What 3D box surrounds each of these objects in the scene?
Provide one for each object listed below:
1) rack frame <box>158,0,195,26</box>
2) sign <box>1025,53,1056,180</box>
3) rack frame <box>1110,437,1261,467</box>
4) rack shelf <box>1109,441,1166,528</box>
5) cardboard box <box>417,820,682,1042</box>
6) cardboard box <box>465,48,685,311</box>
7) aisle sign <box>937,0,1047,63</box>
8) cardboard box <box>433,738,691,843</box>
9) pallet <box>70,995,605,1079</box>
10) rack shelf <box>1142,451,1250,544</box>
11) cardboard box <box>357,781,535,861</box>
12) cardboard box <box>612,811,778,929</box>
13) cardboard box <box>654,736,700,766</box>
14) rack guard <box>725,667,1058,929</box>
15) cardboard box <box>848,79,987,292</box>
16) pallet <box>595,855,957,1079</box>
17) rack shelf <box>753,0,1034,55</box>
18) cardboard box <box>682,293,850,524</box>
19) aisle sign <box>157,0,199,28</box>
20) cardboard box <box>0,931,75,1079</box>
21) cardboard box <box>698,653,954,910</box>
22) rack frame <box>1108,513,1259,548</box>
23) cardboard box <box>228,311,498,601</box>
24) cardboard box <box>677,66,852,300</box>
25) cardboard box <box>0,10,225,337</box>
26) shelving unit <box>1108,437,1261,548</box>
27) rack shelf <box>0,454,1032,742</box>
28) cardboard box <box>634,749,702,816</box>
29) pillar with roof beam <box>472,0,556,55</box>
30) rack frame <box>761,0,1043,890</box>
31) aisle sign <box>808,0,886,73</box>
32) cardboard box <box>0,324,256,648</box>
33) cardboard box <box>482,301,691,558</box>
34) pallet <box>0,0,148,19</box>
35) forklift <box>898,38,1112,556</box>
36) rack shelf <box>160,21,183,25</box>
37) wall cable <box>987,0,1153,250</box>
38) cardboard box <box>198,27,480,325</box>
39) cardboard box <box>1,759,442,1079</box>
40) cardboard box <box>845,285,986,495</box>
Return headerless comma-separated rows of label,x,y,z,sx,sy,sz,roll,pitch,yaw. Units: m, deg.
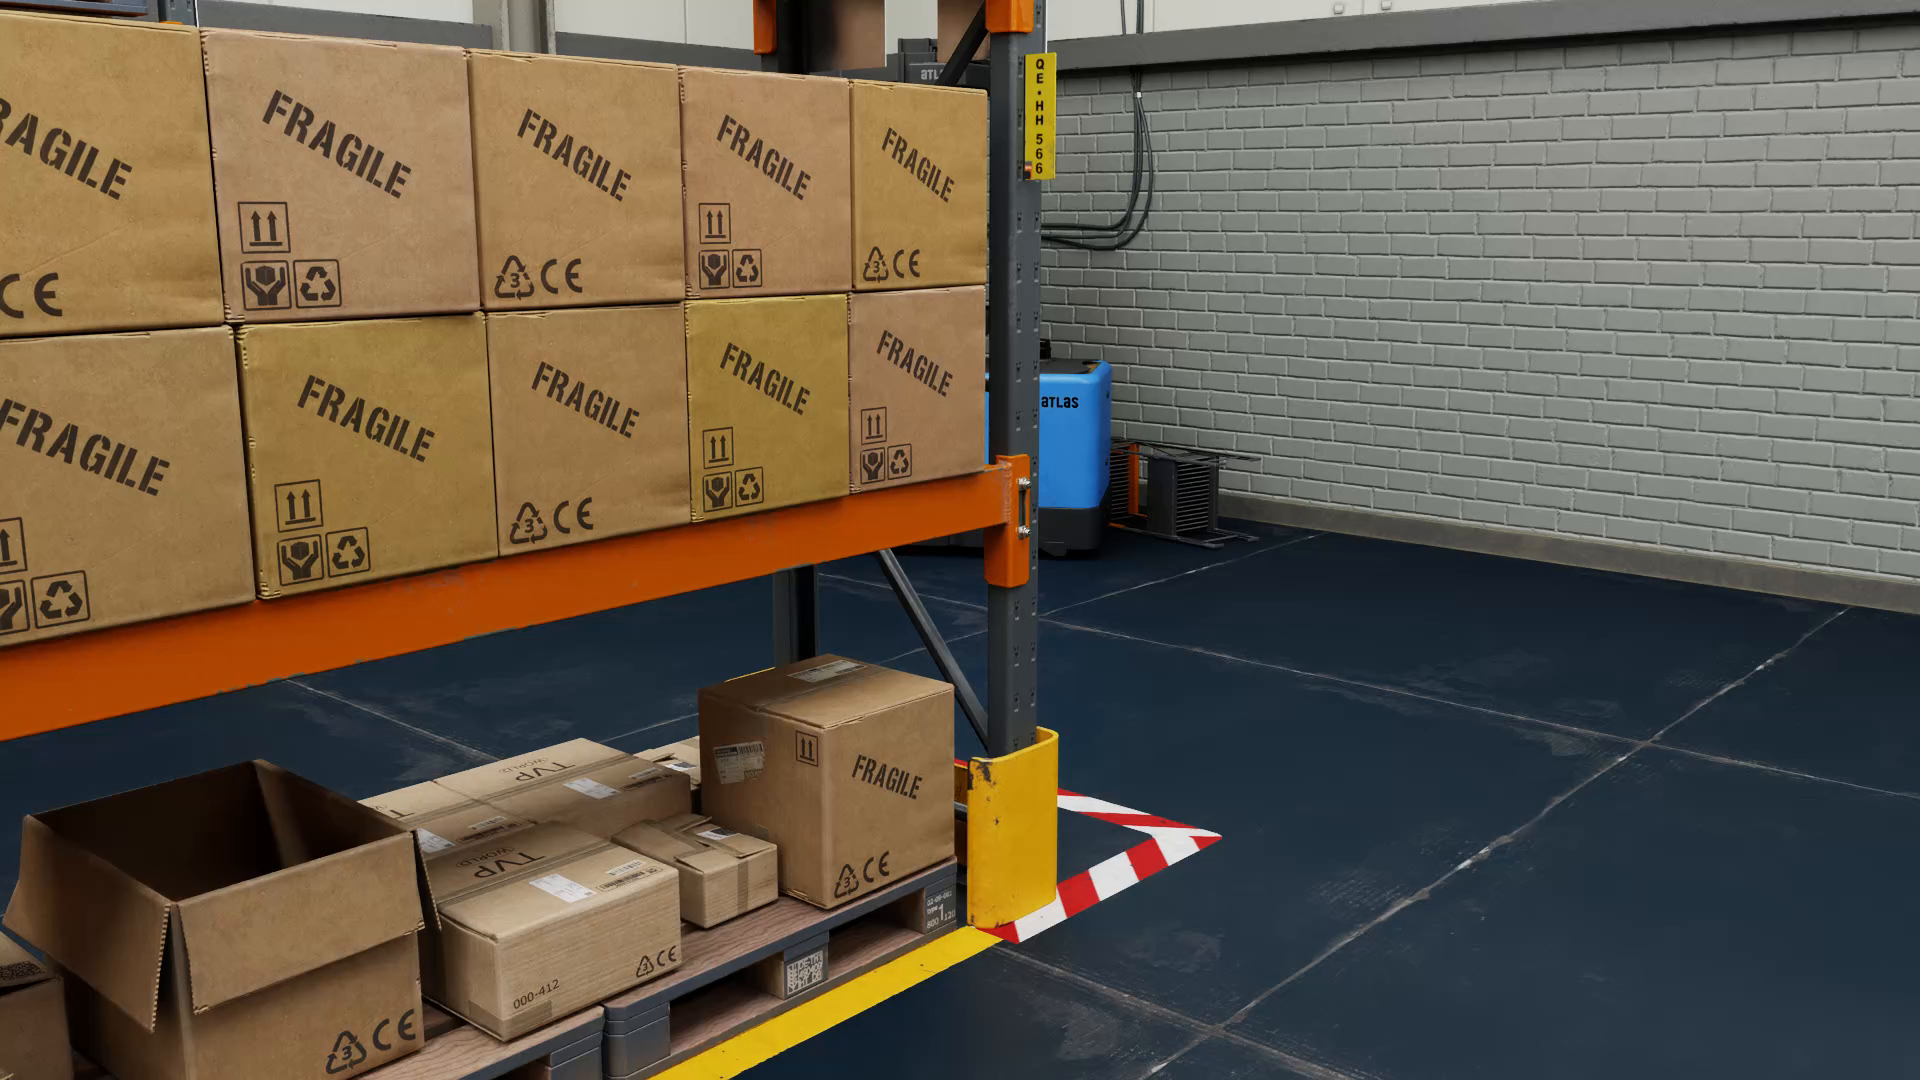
rack frame,-3.914,-1.118,8.148,1.000,3.000,0.127,10,15,40
sign,0.214,-1.126,4.426,0.100,0.325,0.005,10,15,40
rack frame,1.002,-0.615,10.710,0.400,0.015,2.100,-9,14,-38
rack shelf,1.012,-0.373,10.746,0.431,0.480,0.518,-9,14,-38
cardboard box,-1.014,0.903,3.930,0.500,0.250,0.500,10,15,40
cardboard box,-0.949,-0.765,3.573,0.500,0.500,0.500,10,15,42
aisle sign,0.085,-1.723,4.541,0.394,0.787,0.004,10,15,40
cardboard box,-1.092,0.772,4.585,0.500,0.250,0.500,10,15,40
pallet,-1.571,1.197,3.679,1.003,0.211,1.213,10,15,40
rack shelf,1.450,-0.273,10.209,0.431,0.480,0.518,-9,14,-38
cardboard box,-1.422,0.845,4.217,0.500,0.250,0.500,10,15,40
cardboard box,-0.699,0.856,4.378,0.380,0.166,0.250,10,15,40
cardboard box,-0.725,0.722,5.094,0.380,0.149,0.250,10,15,40
rack guard,-0.240,0.759,5.133,1.175,0.500,0.348,10,15,40
cardboard box,-0.277,-0.916,4.330,0.500,0.500,0.500,10,15,40
pallet,-0.766,1.019,4.573,1.003,0.211,1.213,10,15,40
rack shelf,-1.510,-1.302,3.247,1.077,0.370,4.000,10,15,40
cardboard box,-0.621,-0.349,4.044,0.500,0.500,0.500,10,15,41
aisle sign,-3.641,-2.364,7.752,0.394,0.787,0.004,10,15,40
cardboard box,-2.172,0.983,3.374,0.500,0.311,0.500,10,15,40
cardboard box,-0.364,0.644,4.586,0.500,0.500,0.500,10,15,40
rack frame,1.005,-0.136,10.802,0.400,0.015,2.100,-9,14,-38
cardboard box,-1.287,-0.202,3.309,0.500,0.500,0.500,9,15,40
cardboard box,-0.610,-0.841,3.958,0.500,0.500,0.500,10,15,42
cardboard box,-1.628,-0.613,2.813,0.500,0.500,0.500,9,15,39
shelving unit,1.004,-0.375,10.756,0.431,0.503,2.100,-9,14,-38
rack shelf,-1.510,0.169,3.541,1.077,0.370,4.000,10,15,40
cardboard box,-0.890,0.750,4.908,0.380,0.166,0.250,10,15,40
pillar with roof beam,0.453,-4.012,7.322,9.100,9.000,0.400,10,15,40
rack frame,-0.190,-0.478,4.944,1.000,3.000,0.127,10,15,40
aisle sign,-0.366,-1.800,4.930,0.394,0.787,0.004,10,15,40
cardboard box,-1.622,-0.127,2.933,0.500,0.500,0.500,10,15,40
cardboard box,-0.954,-0.276,3.680,0.500,0.500,0.500,10,15,41
pallet,-4.395,-2.434,7.310,1.003,0.211,1.213,10,15,40
forklift,-0.614,-1.458,10.025,3.031,2.935,1.130,2,11,9
rack shelf,-5.234,-1.941,6.451,1.077,0.370,4.000,10,15,40
wall cable,0.088,-3.323,11.799,3.097,2.526,0.112,10,15,40
cardboard box,-1.288,-0.689,3.194,0.500,0.500,0.500,10,15,42
cardboard box,-1.594,0.842,3.586,0.797,0.503,0.637,10,15,40
cardboard box,-0.281,-0.426,4.428,0.500,0.500,0.500,10,15,42
